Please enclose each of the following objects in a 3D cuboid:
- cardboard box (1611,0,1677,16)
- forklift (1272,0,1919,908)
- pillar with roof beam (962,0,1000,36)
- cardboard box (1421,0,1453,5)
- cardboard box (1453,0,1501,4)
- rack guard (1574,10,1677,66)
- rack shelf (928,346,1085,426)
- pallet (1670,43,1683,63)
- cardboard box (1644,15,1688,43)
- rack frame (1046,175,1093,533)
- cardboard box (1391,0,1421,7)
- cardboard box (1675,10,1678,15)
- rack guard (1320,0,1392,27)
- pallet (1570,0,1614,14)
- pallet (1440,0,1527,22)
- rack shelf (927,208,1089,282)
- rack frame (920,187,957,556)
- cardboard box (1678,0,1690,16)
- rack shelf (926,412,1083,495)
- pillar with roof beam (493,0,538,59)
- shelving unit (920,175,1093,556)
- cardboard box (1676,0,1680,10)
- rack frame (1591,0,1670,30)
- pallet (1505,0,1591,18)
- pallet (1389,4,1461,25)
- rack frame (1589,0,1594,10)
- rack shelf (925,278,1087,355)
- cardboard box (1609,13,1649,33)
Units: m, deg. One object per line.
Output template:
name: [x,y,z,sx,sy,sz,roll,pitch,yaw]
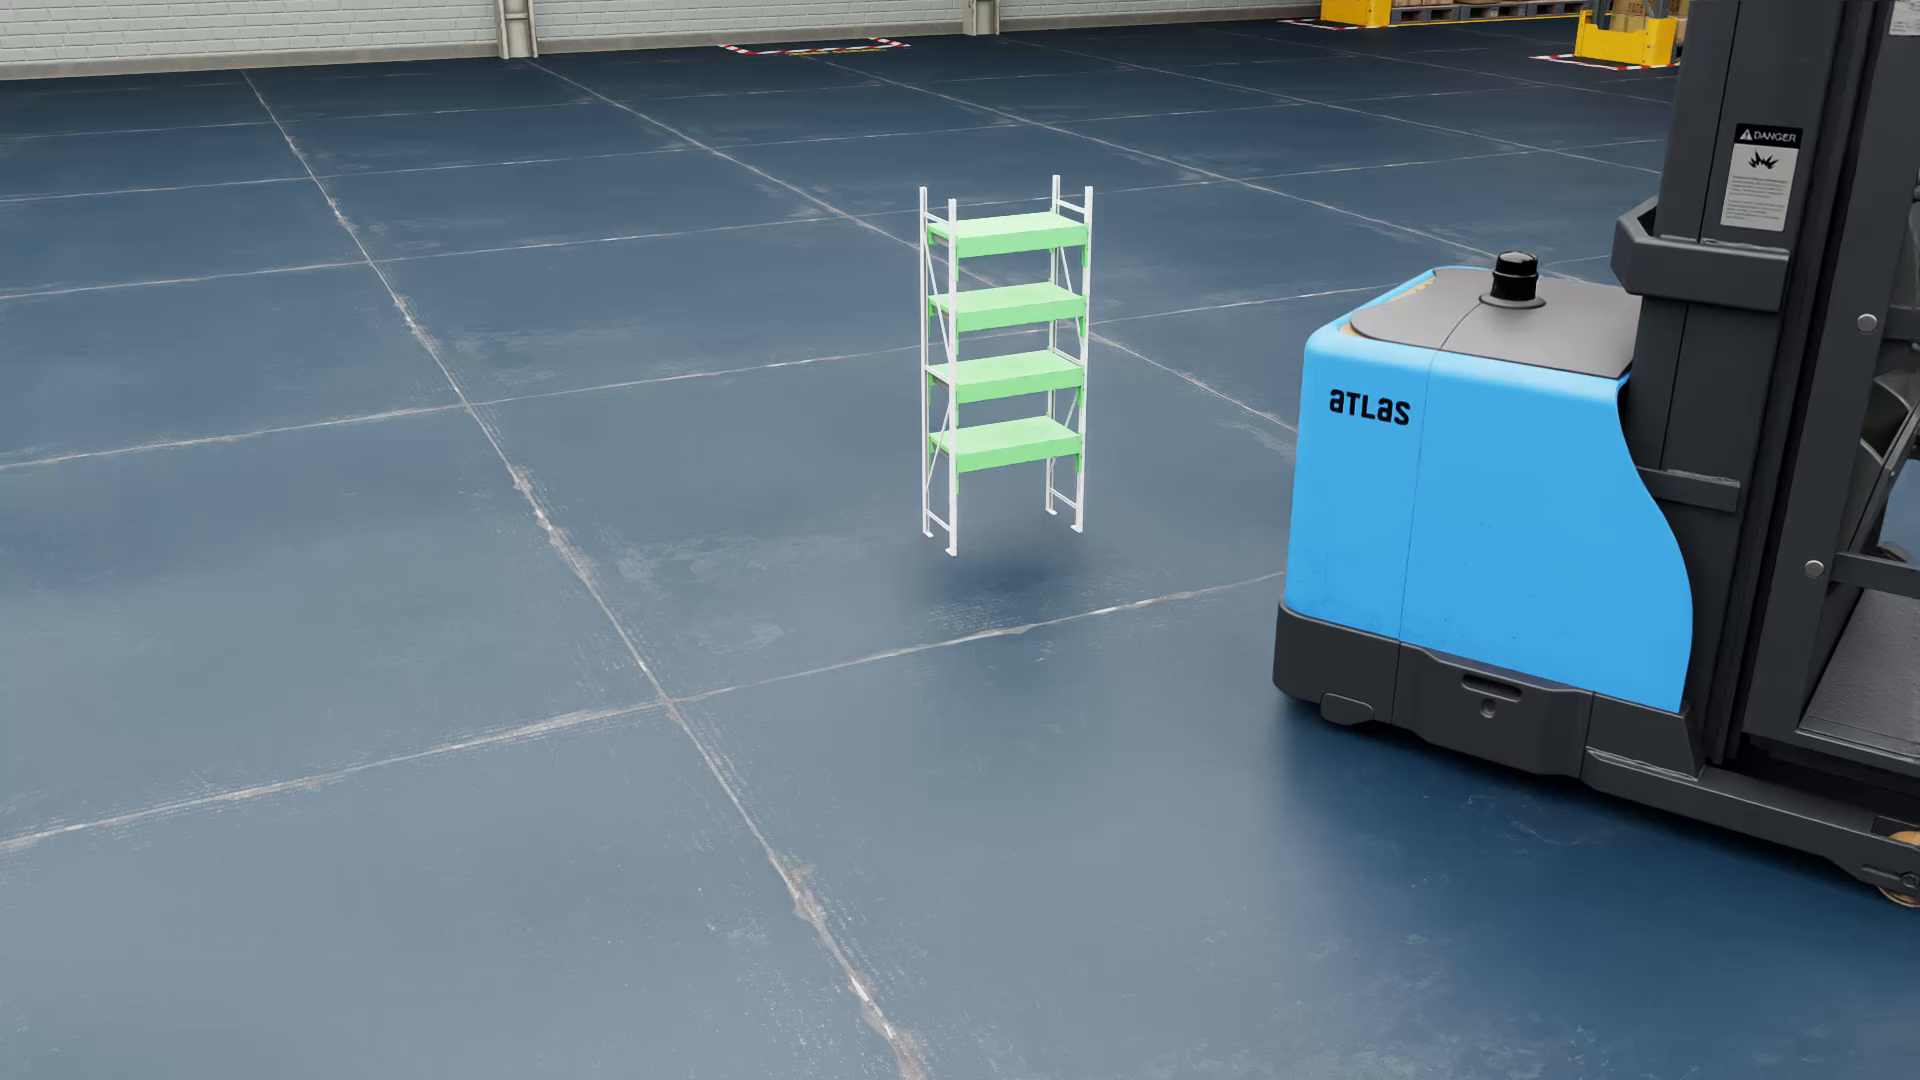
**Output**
cardboard box: [7.930,-6.338,19.206,0.500,0.500,0.500,-10,25,-24]
forklift: [2.367,-0.715,3.646,3.031,2.935,1.130,15,27,32]
pillar with roof beam: [2.140,-9.291,16.429,0.400,9.000,9.100,-10,25,-24]
cardboard box: [6.600,-7.723,23.425,0.500,0.311,0.500,-8,24,-19]
cardboard box: [7.283,-7.915,23.641,0.500,0.500,0.700,-12,25,-27]
rack guard: [7.554,-5.718,18.910,0.348,0.500,1.175,-10,25,-24]
rack shelf: [0.149,-0.523,5.611,0.480,0.148,0.258,-10,25,-24]
pallet: [8.247,-5.730,19.316,1.213,0.211,1.003,-10,25,-24]
cardboard box: [8.156,-5.813,18.917,0.500,0.250,0.500,-10,25,-24]
rack frame: [0.369,-0.622,5.685,0.015,1.200,0.240,-10,25,-24]
cardboard box: [6.087,-7.628,23.197,0.500,0.311,0.500,-14,26,-30]
cardboard box: [8.376,-6.078,19.558,0.500,0.250,0.500,-10,25,-24]
rack guard: [5.493,-7.441,23.073,0.348,0.500,1.175,-10,25,-24]
pallet: [9.729,-8.088,25.014,1.213,0.211,1.003,-10,25,-24]
pallet: [7.338,-7.631,23.909,1.213,0.211,1.003,-10,25,-24]
rack shelf: [0.149,-0.966,5.428,0.480,0.148,0.258,-10,25,-24]
rack frame: [-0.071,-0.541,5.489,0.015,1.200,0.240,-10,25,-24]
cardboard box: [8.605,-6.243,18.975,0.500,0.500,0.500,-10,25,-24]
rack shelf: [0.149,-0.301,5.703,0.480,0.148,0.258,-10,25,-24]
pillar with roof beam: [-3.266,-8.295,14.025,0.400,9.000,9.100,-10,25,-24]
shelving unit: [0.149,-0.582,5.587,0.503,1.200,0.258,-10,25,-24]
cardboard box: [8.825,-6.509,19.619,0.500,0.500,0.500,-10,25,-24]
rack frame: [7.576,-6.877,18.441,0.127,3.000,1.000,-10,25,-24]
pallet: [8.439,-7.835,24.402,1.213,0.211,1.003,-10,25,-24]
pallet: [6.240,-7.430,23.424,1.213,0.211,1.003,-10,25,-24]
rack frame: [9.028,-9.247,24.167,0.127,3.000,1.000,-10,25,-24]
rack shelf: [0.149,-0.745,5.519,0.480,0.148,0.258,-10,25,-24]
cardboard box: [7.931,-5.991,19.348,0.500,0.250,0.500,-10,25,-24]
